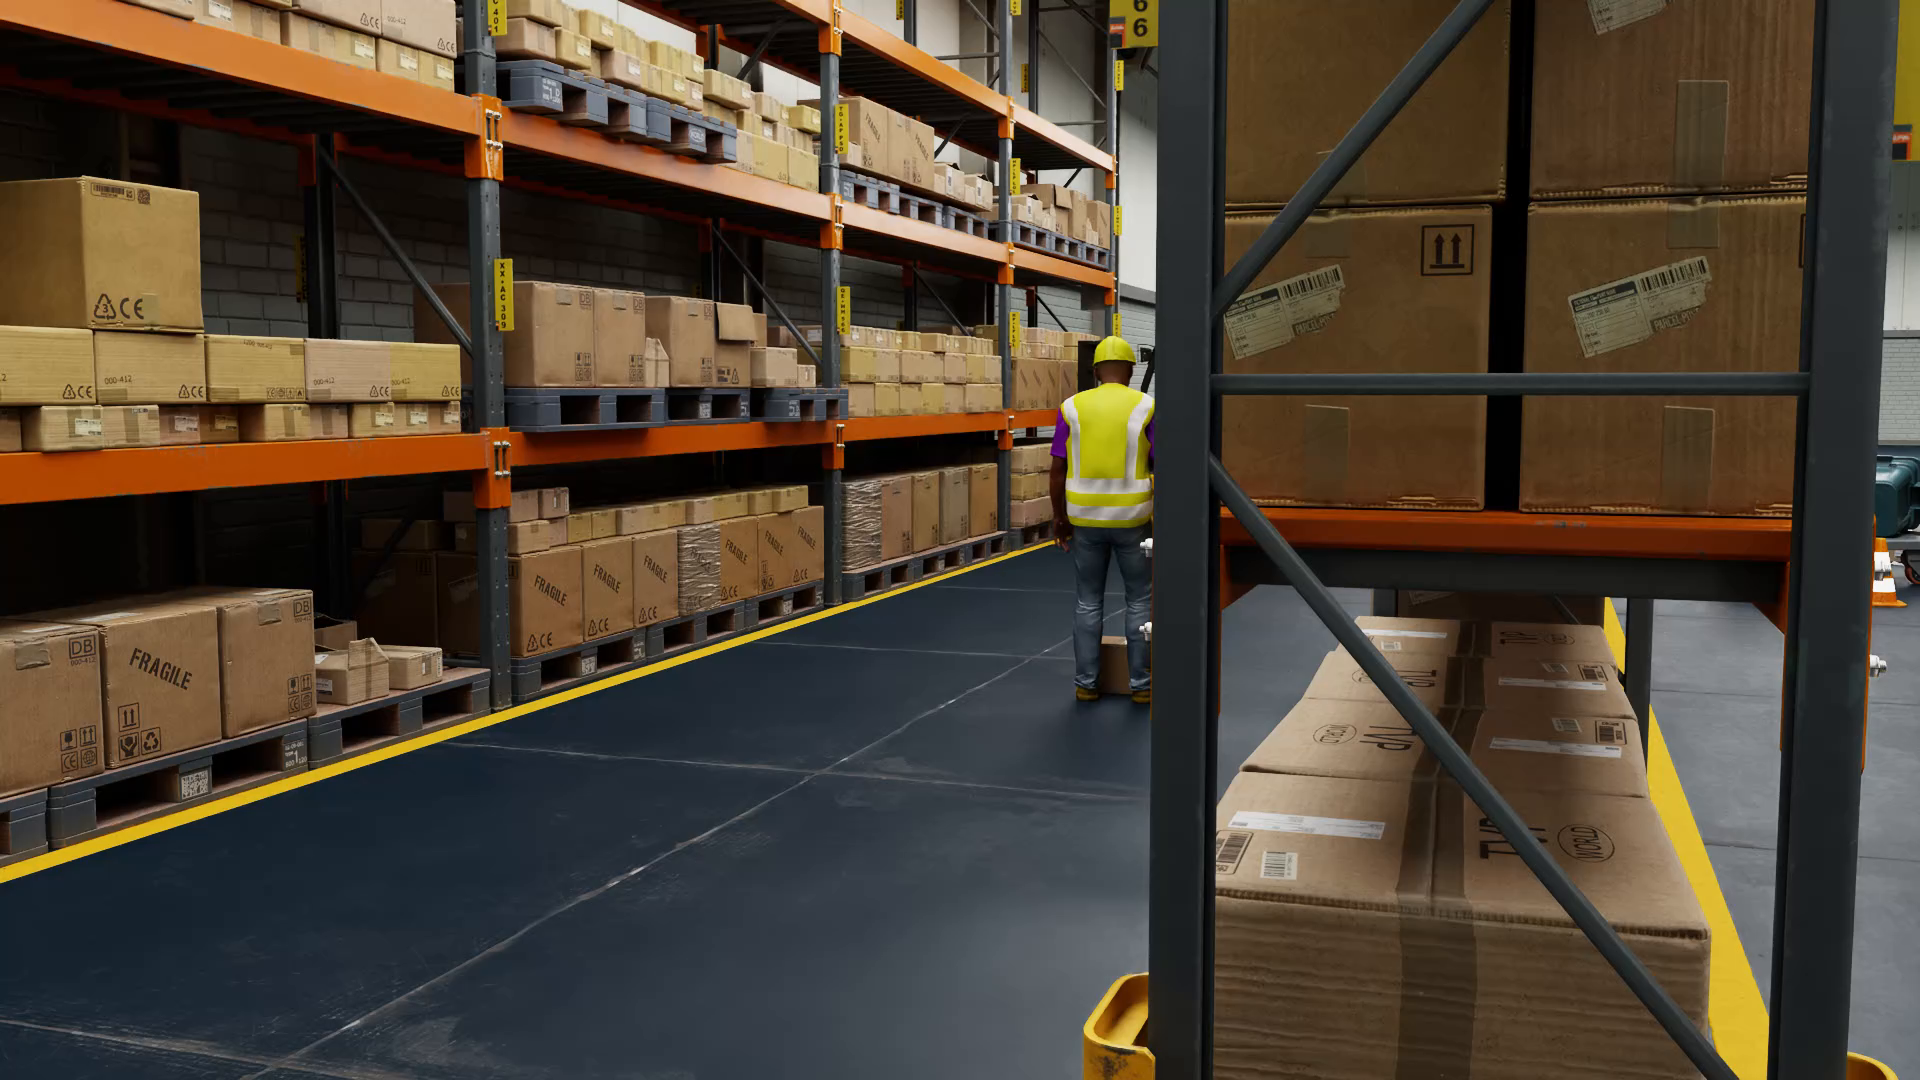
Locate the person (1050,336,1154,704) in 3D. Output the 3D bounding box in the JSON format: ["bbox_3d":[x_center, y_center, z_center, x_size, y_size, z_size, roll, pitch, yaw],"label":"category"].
[{"bbox_3d":[0.747,-0.102,8.047,0.627,1.756,0.461,2,5,19],"label":"person"}]
